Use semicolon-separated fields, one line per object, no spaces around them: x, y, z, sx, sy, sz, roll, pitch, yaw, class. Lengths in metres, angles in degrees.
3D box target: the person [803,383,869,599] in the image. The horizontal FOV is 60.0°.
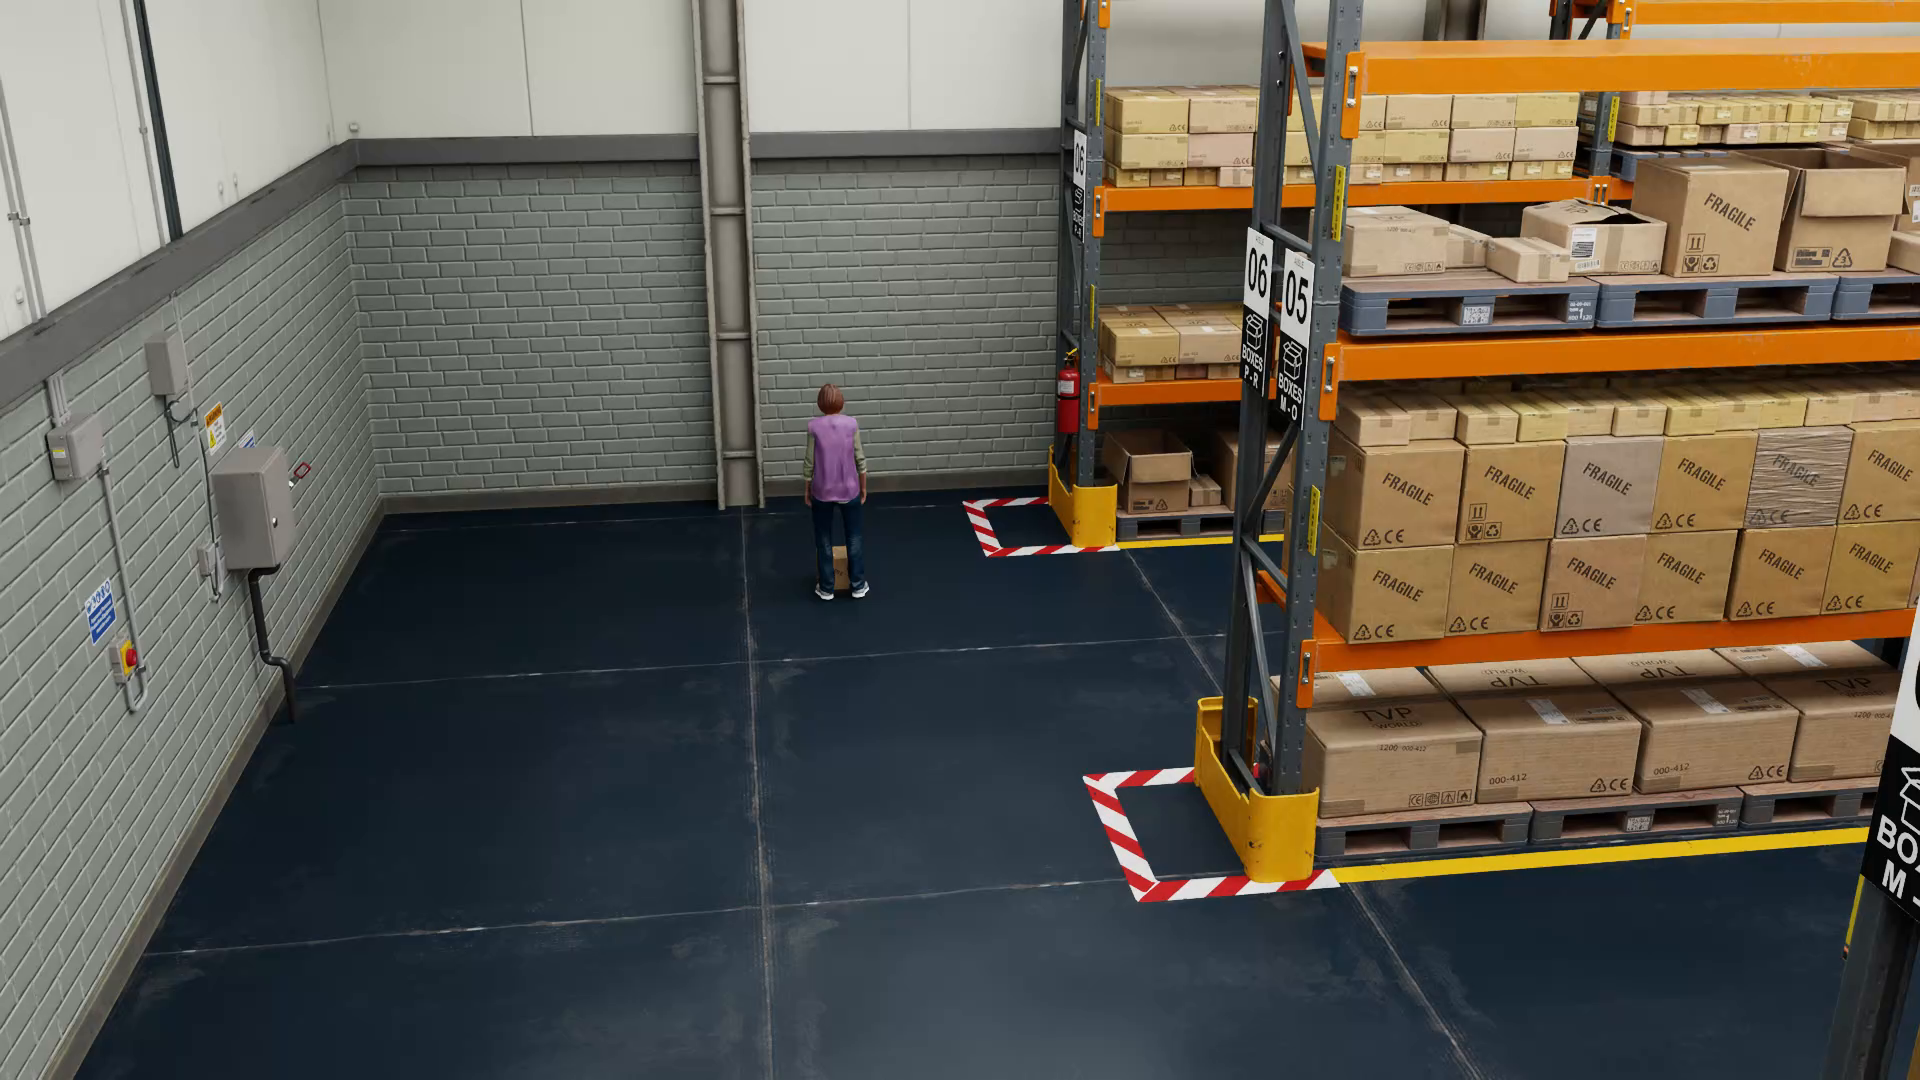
-0.898;-0.337;12.001;0.463;1.593;0.344;-3;21;-8;person
